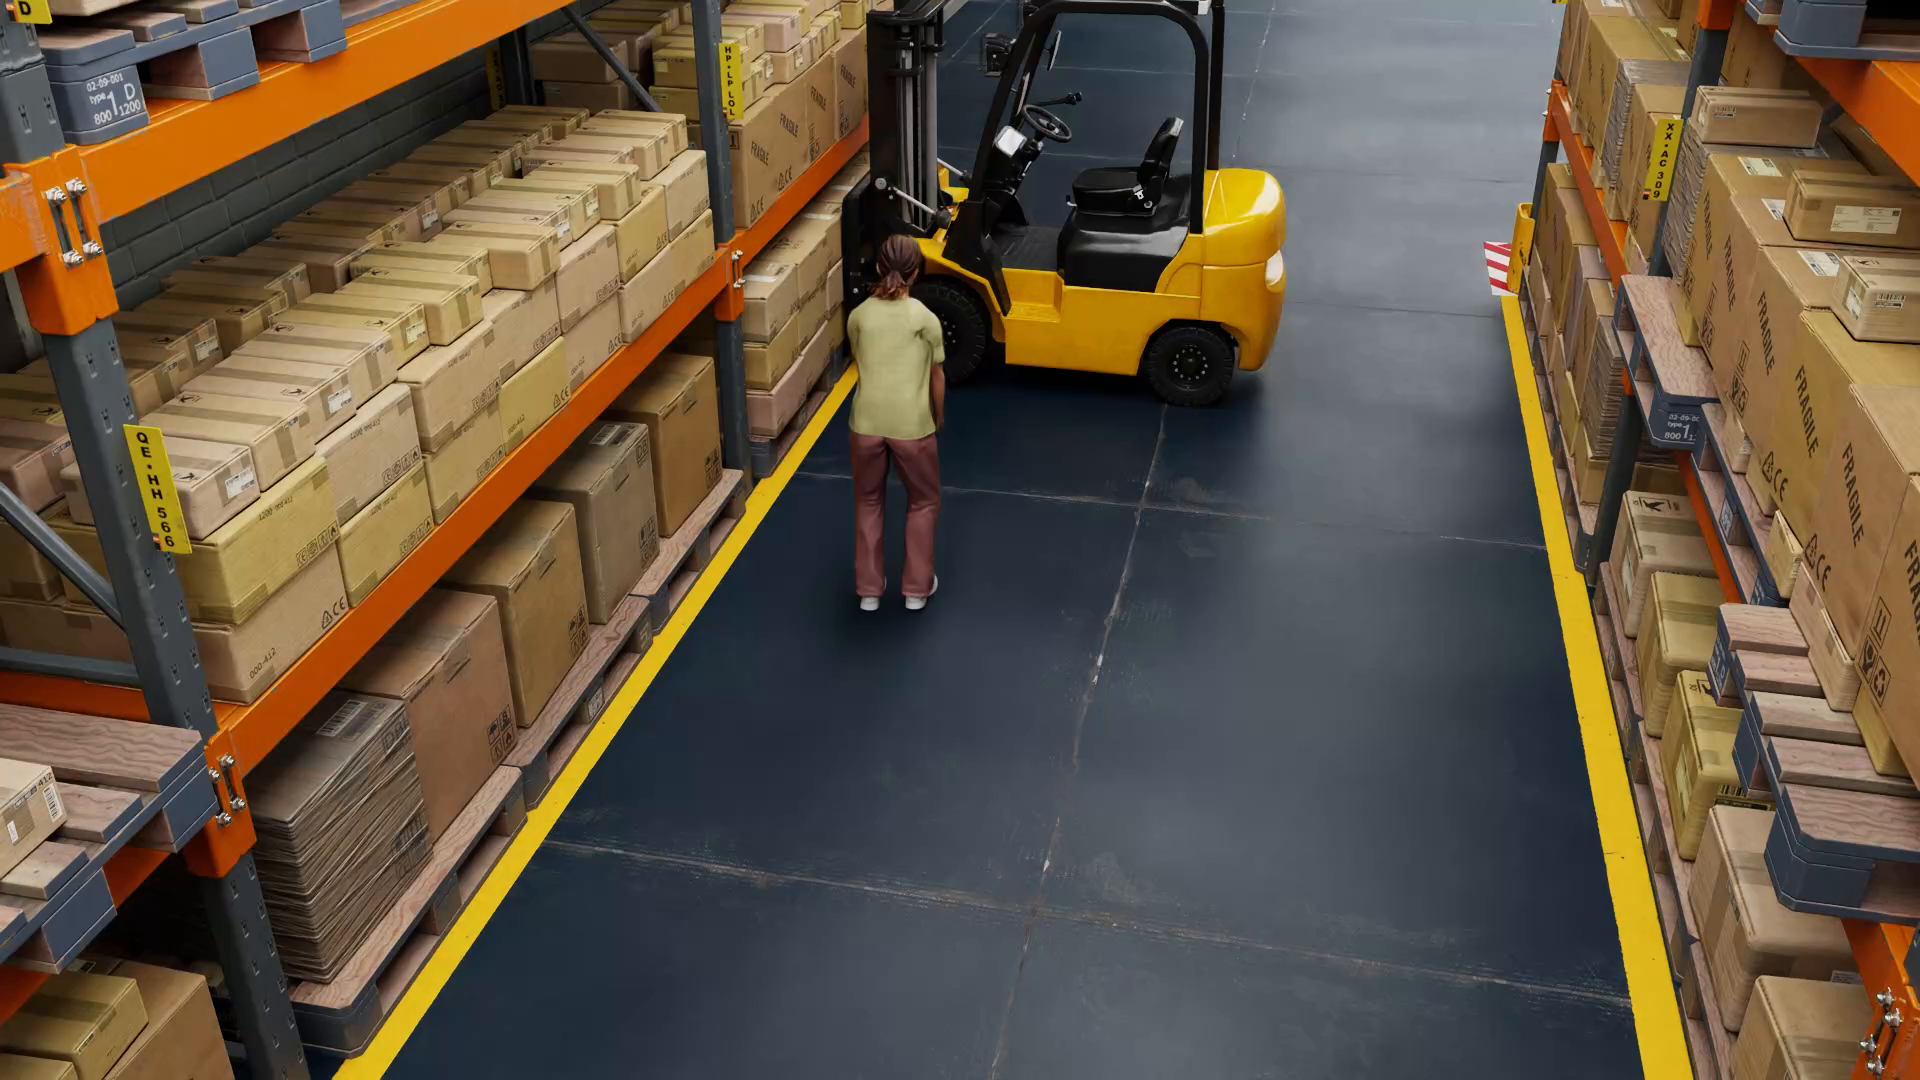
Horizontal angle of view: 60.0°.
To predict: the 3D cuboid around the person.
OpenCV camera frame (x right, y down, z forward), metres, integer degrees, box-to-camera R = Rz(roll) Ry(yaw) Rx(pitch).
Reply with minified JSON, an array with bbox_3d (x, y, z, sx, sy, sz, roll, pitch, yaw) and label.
[{"bbox_3d":[-0.270,-0.484,7.063,0.404,1.623,0.536,5,29,10],"label":"person"}]
